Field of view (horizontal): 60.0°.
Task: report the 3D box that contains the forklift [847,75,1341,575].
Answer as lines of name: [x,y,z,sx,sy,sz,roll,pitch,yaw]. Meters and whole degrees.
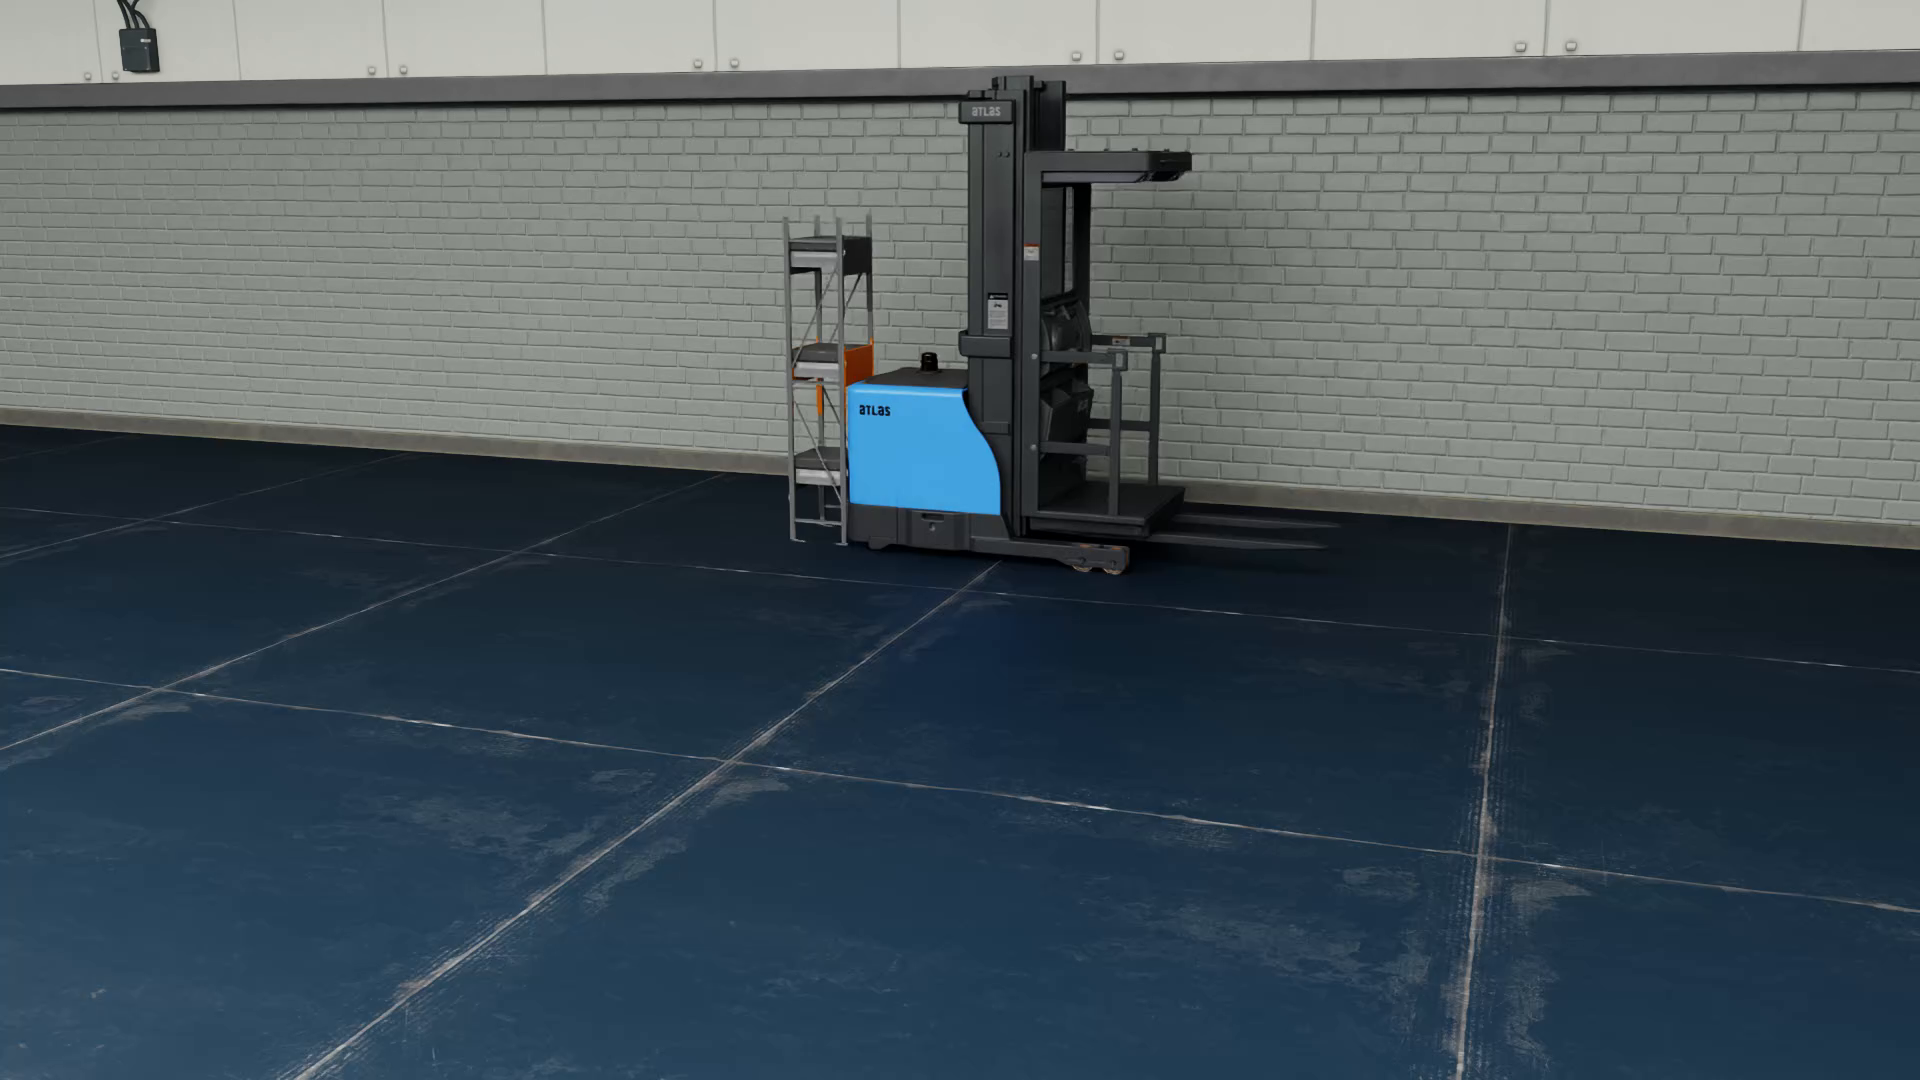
forklift: [0.848,-1.353,10.328,3.031,2.935,1.130,5,14,20]

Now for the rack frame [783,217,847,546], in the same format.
rack frame: [-0.926,-1.002,10.660,0.400,2.100,0.015,4,14,19]

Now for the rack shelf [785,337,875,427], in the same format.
rack shelf: [-0.846,-1.040,10.887,0.431,0.518,0.480,4,14,19]

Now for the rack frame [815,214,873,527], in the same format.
rack frame: [-0.765,-1.105,11.109,0.400,2.100,0.015,4,14,19]

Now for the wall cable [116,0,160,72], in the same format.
wall cable: [-6.144,-6.910,13.396,2.305,6.003,0.169,4,14,18]

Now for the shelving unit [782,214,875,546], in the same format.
shelving unit: [-0.846,-1.053,10.884,0.431,2.100,0.503,4,14,19]

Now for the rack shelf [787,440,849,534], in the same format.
rack shelf: [-0.846,-0.358,11.043,0.431,0.518,0.480,4,14,19]

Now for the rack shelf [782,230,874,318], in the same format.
rack shelf: [-0.846,-1.723,10.732,0.431,0.518,0.480,4,14,19]
